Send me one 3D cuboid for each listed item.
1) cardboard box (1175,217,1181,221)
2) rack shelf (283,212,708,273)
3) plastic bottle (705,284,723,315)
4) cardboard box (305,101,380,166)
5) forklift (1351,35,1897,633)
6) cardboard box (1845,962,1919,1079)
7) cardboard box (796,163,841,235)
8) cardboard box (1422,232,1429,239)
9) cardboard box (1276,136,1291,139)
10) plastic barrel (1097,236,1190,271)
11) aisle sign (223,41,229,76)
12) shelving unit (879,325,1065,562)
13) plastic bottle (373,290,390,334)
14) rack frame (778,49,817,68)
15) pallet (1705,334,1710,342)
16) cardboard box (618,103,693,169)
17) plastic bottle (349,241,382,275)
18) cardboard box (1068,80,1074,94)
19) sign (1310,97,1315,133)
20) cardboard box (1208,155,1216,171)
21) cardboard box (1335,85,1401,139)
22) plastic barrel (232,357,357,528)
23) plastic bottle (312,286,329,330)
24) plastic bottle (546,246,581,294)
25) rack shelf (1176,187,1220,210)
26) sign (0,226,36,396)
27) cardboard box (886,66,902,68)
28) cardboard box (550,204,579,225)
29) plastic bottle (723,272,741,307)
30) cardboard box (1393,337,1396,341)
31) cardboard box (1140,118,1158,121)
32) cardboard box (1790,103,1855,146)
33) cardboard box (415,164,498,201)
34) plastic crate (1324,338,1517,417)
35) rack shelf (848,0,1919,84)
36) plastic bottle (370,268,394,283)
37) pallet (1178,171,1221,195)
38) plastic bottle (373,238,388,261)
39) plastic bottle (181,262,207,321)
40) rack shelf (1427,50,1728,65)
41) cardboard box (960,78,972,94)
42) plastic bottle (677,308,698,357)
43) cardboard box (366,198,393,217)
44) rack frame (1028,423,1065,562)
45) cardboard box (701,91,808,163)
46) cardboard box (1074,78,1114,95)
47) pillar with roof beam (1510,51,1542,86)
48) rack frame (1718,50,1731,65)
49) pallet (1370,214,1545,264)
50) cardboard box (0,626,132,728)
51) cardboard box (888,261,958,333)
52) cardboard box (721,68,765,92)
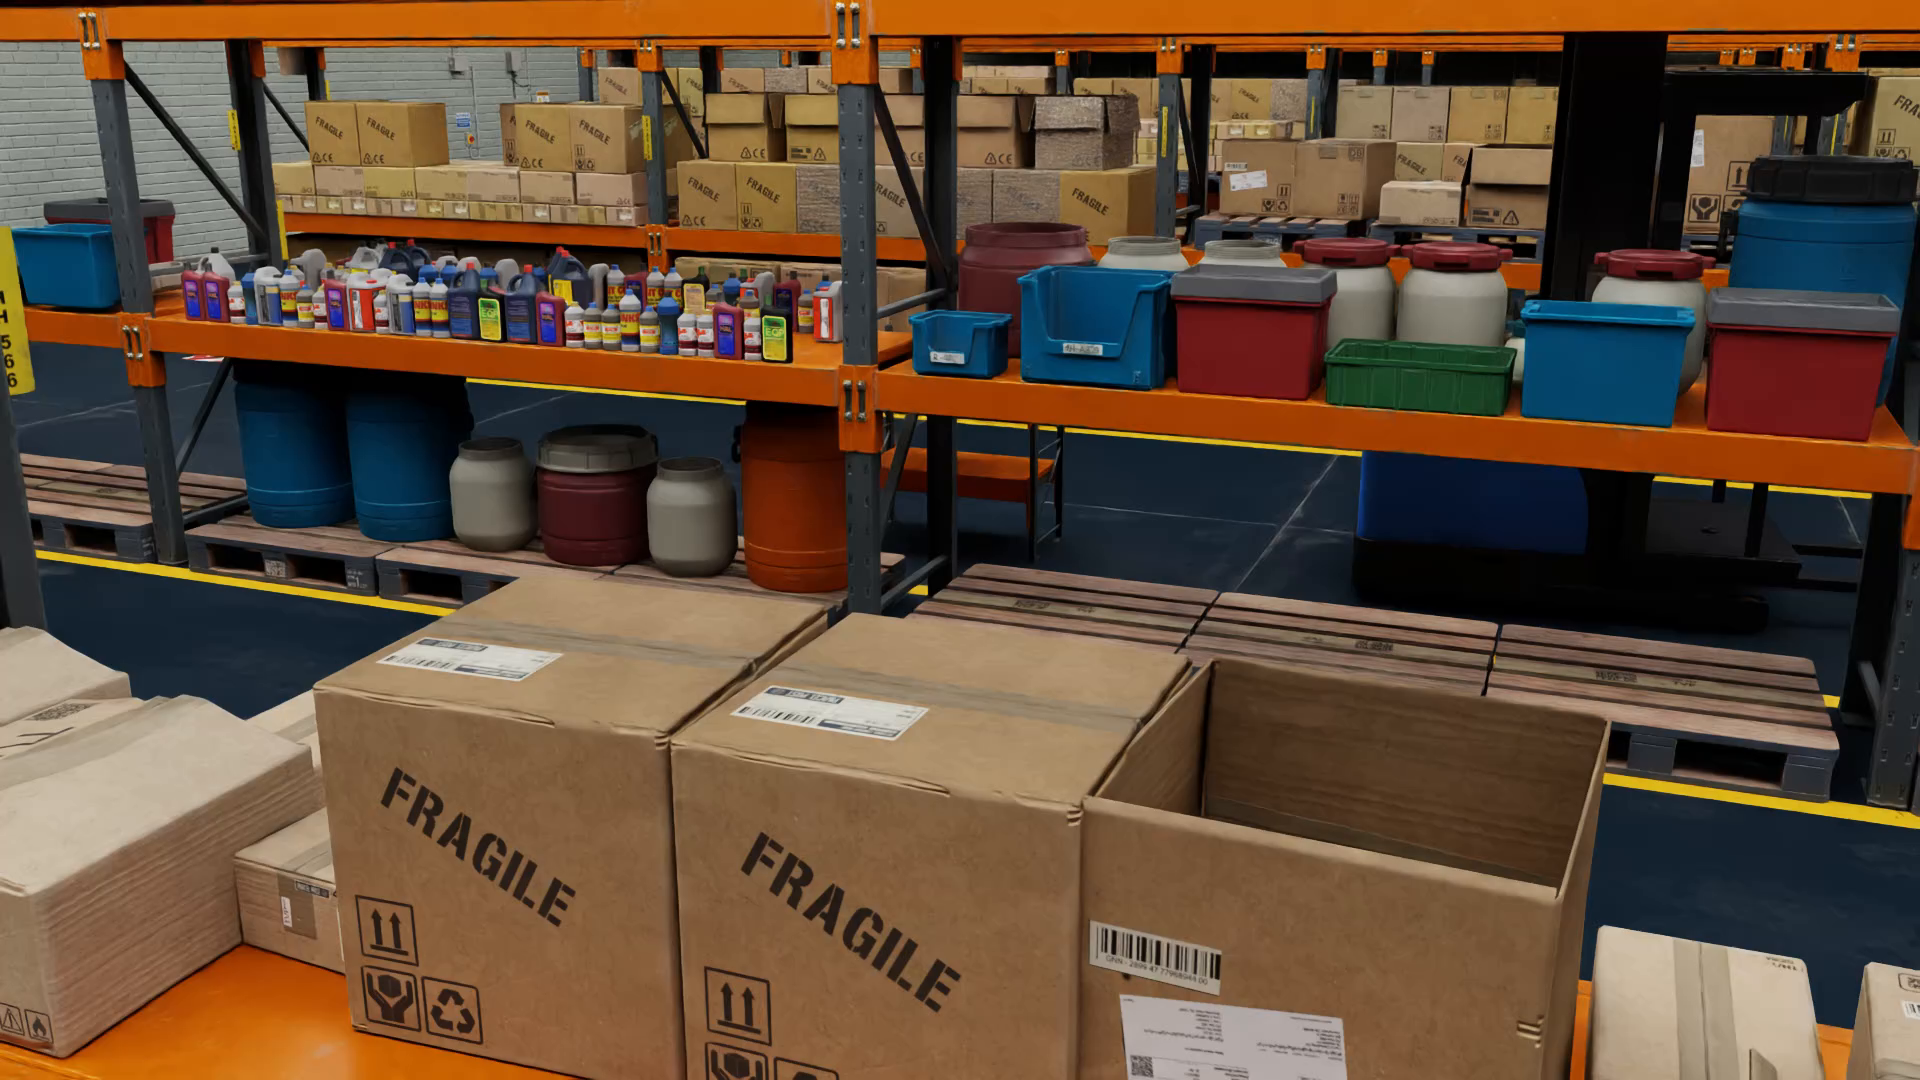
[{"bbox_3d":[2.000,-3.188,17.161,0.500,0.250,0.500,6,17,21],"label":"cardboard box"},{"bbox_3d":[-4.015,-2.580,13.971,4.000,0.370,1.077,6,17,21],"label":"rack shelf"},{"bbox_3d":[-1.187,-1.140,8.076,0.097,0.201,0.097,0,16,0],"label":"plastic bottle"},{"bbox_3d":[-5.063,-3.391,13.863,0.500,0.500,0.500,6,17,19],"label":"cardboard box"},{"bbox_3d":[3.506,-1.141,7.845,3.031,2.935,1.130,4,17,15],"label":"forklift"},{"bbox_3d":[1.175,0.699,1.653,0.500,0.250,0.500,7,18,24],"label":"cardboard box"},{"bbox_3d":[-0.885,-2.554,12.413,0.500,0.500,0.500,6,17,19],"label":"cardboard box"},{"bbox_3d":[5.724,-3.761,20.709,0.625,0.372,0.950,5,17,17],"label":"cardboard box"},{"bbox_3d":[3.104,-3.913,16.436,0.250,0.149,0.380,7,18,23],"label":"cardboard box"},{"bbox_3d":[0.784,-1.031,7.144,0.421,0.512,0.421,0,16,0],"label":"plastic barrel"},{"bbox_3d":[-6.053,-4.308,13.970,0.004,0.787,0.394,6,17,21],"label":"aisle sign"},{"bbox_3d":[-0.006,-0.541,9.019,1.048,1.125,0.538,6,17,21],"label":"shelving unit"},{"bbox_3d":[-2.722,-1.081,7.873,0.097,0.201,0.097,0,16,0],"label":"plastic bottle"},{"bbox_3d":[-2.240,-5.700,23.428,0.127,3.000,1.000,6,17,21],"label":"rack frame"},{"bbox_3d":[6.456,-1.899,15.335,1.213,0.211,1.003,6,17,21],"label":"pallet"},{"bbox_3d":[-2.507,-3.267,13.438,0.500,0.500,0.500,6,17,21],"label":"cardboard box"},{"bbox_3d":[-3.050,-1.366,8.587,0.185,0.351,0.144,6,17,21],"label":"plastic bottle"},{"bbox_3d":[2.011,-7.231,27.092,0.500,0.500,0.500,6,17,19],"label":"cardboard box"},{"bbox_3d":[3.290,-3.964,15.513,0.005,0.325,0.100,6,17,21],"label":"sign"},{"bbox_3d":[2.383,-3.652,16.070,0.250,0.149,0.380,7,17,22],"label":"cardboard box"},{"bbox_3d":[3.894,-4.067,15.831,0.500,0.500,0.700,6,17,20],"label":"cardboard box"},{"bbox_3d":[-3.472,-0.570,8.768,0.708,0.901,0.600,6,17,21],"label":"plastic barrel"},{"bbox_3d":[-3.062,-1.118,8.002,0.097,0.201,0.097,0,16,0],"label":"plastic bottle"},{"bbox_3d":[-1.972,-1.291,8.328,0.185,0.351,0.144,6,17,21],"label":"plastic bottle"},{"bbox_3d":[1.620,-3.447,16.957,4.000,0.370,1.077,6,17,21],"label":"rack shelf"},{"bbox_3d":[-1.872,-0.443,3.243,0.005,0.325,0.100,6,17,21],"label":"sign"},{"bbox_3d":[-0.810,-6.295,22.342,0.250,0.149,0.380,6,17,21],"label":"cardboard box"},{"bbox_3d":[-3.037,-2.599,13.196,0.250,0.149,0.380,6,17,20],"label":"cardboard box"},{"bbox_3d":[-1.086,-1.144,7.964,0.097,0.271,0.097,0,16,0],"label":"plastic bottle"},{"bbox_3d":[3.247,-1.149,11.447,0.500,0.500,0.700,8,18,25],"label":"cardboard box"},{"bbox_3d":[1.898,-4.186,16.843,0.250,0.149,0.380,7,18,22],"label":"cardboard box"},{"bbox_3d":[7.532,-3.722,14.410,0.550,0.550,0.875,6,17,21],"label":"cardboard box"},{"bbox_3d":[-4.089,-2.926,13.607,0.500,0.250,0.500,6,17,20],"label":"cardboard box"},{"bbox_3d":[1.746,-0.621,6.313,0.662,0.188,0.450,6,17,21],"label":"plastic crate"},{"bbox_3d":[1.609,-1.918,6.309,4.000,0.370,1.077,6,17,21],"label":"rack shelf"},{"bbox_3d":[-2.764,-1.175,8.064,0.135,0.276,0.152,6,17,21],"label":"plastic bottle"},{"bbox_3d":[2.778,-3.541,16.334,1.003,0.211,1.213,6,17,21],"label":"pallet"},{"bbox_3d":[-2.997,-1.403,8.716,0.185,0.351,0.144,6,17,21],"label":"plastic bottle"},{"bbox_3d":[-3.788,-1.232,8.247,0.133,0.283,0.061,6,17,21],"label":"plastic bottle"},{"bbox_3d":[8.881,-7.060,24.022,4.000,0.370,1.077,6,17,21],"label":"rack shelf"},{"bbox_3d":[-0.005,-5.899,22.142,0.500,0.500,0.500,7,17,21],"label":"cardboard box"},{"bbox_3d":[-1.190,-0.912,7.293,0.097,0.201,0.097,0,16,0],"label":"plastic bottle"},{"bbox_3d":[-4.710,-2.783,13.830,0.250,0.149,0.380,6,17,20],"label":"cardboard box"},{"bbox_3d":[0.467,-0.489,8.840,0.032,1.125,0.500,6,17,21],"label":"rack frame"},{"bbox_3d":[-1.558,-3.187,12.794,0.637,0.503,0.797,6,17,19],"label":"cardboard box"},{"bbox_3d":[1.785,-5.700,21.454,0.500,0.500,0.500,6,17,21],"label":"cardboard box"},{"bbox_3d":[6.984,-8.034,20.708,0.400,9.000,9.100,6,17,21],"label":"pillar with roof beam"},{"bbox_3d":[10.741,-5.760,23.636,0.127,3.000,1.000,6,17,21],"label":"rack frame"},{"bbox_3d":[3.423,-2.028,11.122,1.213,0.211,1.003,6,17,21],"label":"pallet"},{"bbox_3d":[-1.750,0.349,2.753,0.500,0.311,0.500,7,18,24],"label":"cardboard box"},{"bbox_3d":[0.105,-1.662,12.576,0.875,0.875,1.225,6,17,21],"label":"cardboard box"},{"bbox_3d":[-2.219,-4.802,17.829,0.500,0.500,0.500,6,17,19],"label":"cardboard box"}]
